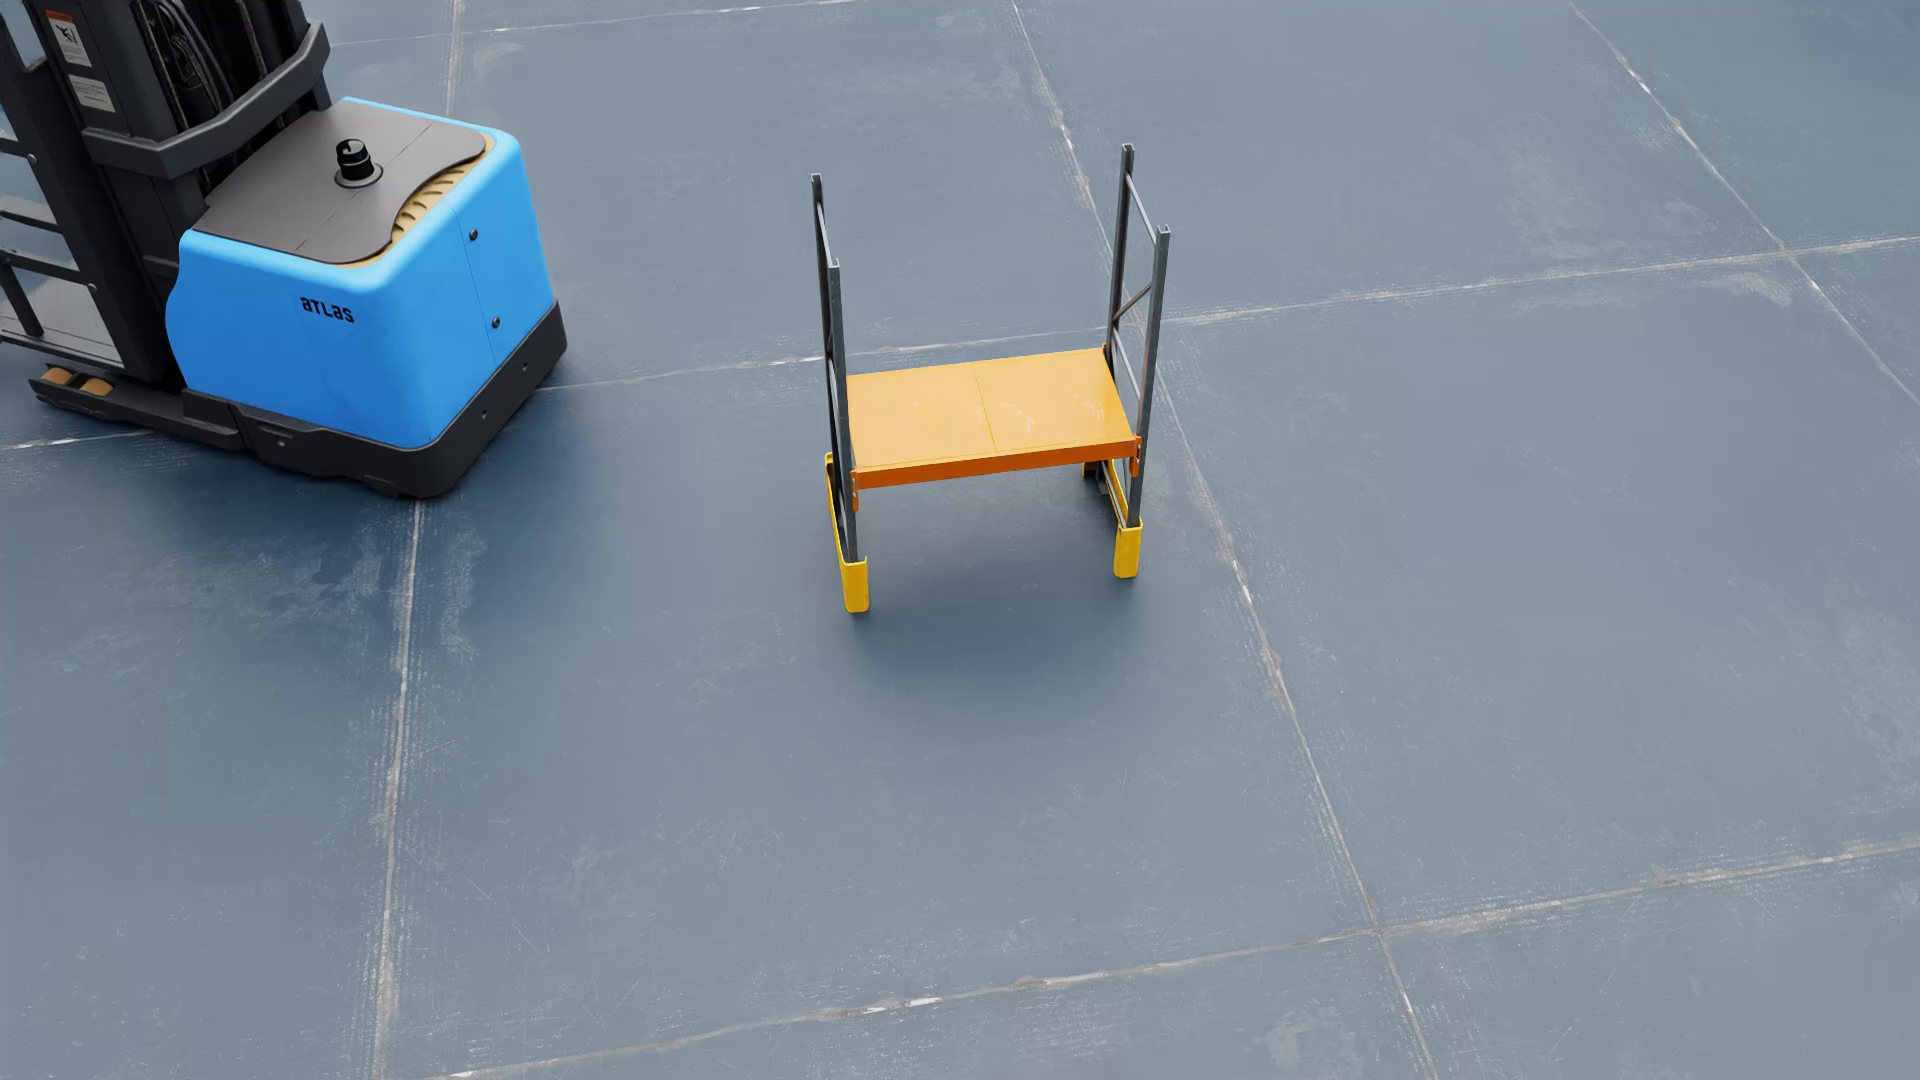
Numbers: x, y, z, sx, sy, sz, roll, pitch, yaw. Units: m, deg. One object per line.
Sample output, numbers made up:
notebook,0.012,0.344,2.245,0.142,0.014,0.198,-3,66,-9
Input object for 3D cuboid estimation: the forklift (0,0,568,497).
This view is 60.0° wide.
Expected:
forklift,-3.207,-1.842,5.990,3.031,2.935,1.130,15,48,14

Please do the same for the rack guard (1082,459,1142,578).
rack guard,0.566,-0.157,6.228,0.087,0.250,0.587,-7,46,-7

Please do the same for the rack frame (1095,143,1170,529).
rack frame,0.585,-0.593,5.780,0.032,1.500,0.500,-7,46,-7

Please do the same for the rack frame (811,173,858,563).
rack frame,-0.417,-0.468,5.660,0.032,1.500,0.500,-7,46,-7

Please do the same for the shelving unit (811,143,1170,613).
shelving unit,0.075,-0.530,5.719,1.083,1.500,0.587,-7,46,-7

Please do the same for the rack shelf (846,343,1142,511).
rack shelf,0.084,-0.406,5.850,1.000,0.185,0.538,-7,46,-7

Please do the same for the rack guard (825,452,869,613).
rack guard,-0.416,-0.035,6.110,0.087,0.250,0.587,-7,46,-7
